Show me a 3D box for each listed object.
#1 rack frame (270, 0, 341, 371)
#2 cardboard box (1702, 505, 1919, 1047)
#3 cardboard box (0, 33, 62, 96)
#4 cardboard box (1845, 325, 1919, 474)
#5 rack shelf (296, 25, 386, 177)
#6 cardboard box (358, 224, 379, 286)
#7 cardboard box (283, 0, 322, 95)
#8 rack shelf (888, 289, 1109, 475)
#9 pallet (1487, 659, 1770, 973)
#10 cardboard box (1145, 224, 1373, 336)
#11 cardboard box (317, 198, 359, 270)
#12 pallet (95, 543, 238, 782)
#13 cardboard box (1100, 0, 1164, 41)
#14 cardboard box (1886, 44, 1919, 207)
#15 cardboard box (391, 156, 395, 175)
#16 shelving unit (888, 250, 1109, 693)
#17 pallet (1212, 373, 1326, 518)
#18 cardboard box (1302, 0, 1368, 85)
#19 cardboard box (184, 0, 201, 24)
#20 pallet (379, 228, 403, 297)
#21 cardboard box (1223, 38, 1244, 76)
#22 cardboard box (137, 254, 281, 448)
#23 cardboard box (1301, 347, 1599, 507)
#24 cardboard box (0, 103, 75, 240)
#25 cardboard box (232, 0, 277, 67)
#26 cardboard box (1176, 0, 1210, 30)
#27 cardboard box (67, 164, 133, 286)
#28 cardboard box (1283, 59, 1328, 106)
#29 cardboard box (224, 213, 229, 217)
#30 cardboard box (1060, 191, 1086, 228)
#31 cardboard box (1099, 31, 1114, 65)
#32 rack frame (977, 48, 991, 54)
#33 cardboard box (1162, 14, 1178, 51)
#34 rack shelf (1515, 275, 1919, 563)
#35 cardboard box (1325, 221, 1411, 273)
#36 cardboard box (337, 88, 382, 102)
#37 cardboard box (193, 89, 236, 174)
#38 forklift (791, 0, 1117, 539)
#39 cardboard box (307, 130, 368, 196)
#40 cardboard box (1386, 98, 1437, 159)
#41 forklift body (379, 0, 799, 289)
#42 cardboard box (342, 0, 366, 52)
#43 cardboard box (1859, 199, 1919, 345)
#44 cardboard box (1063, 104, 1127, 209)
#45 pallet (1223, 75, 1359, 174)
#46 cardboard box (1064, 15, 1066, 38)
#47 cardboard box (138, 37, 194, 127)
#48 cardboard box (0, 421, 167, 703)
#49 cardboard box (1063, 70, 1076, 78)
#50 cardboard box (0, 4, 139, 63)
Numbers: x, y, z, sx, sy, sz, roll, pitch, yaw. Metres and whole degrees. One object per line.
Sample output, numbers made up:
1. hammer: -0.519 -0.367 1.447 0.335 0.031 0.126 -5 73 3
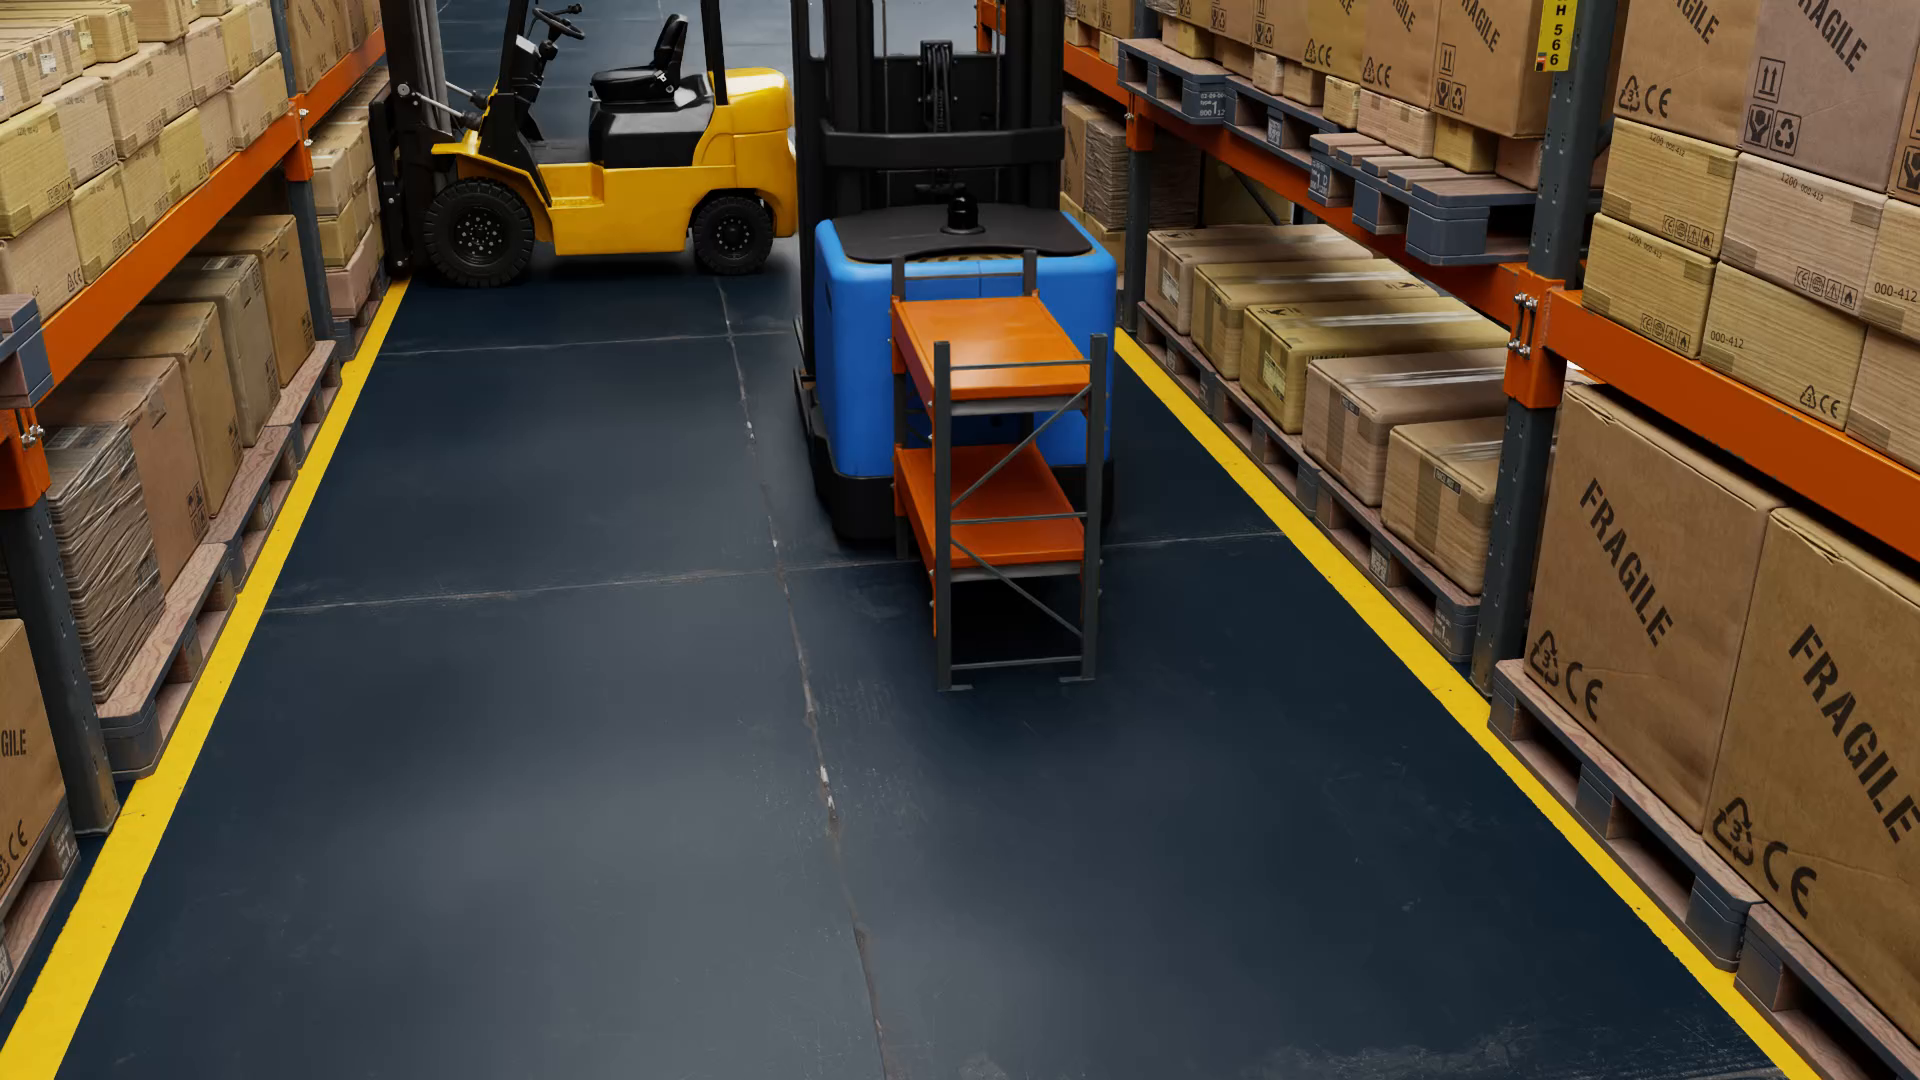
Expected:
1. rack frame: -3.516 -2.146 7.415 1.000 3.000 0.127 -4 24 -10
2. cardboard box: 2.308 0.469 3.558 0.875 0.875 0.875 -4 24 -9
3. cardboard box: -2.669 -1.267 4.467 0.380 0.149 0.250 -4 24 -8
4. cardboard box: 2.148 -0.254 3.271 0.500 0.250 0.500 -4 24 -8
5. rack shelf: -3.886 -2.603 9.360 1.077 0.370 4.000 -4 24 -10
6. cardboard box: -3.389 -1.491 8.828 0.500 0.250 0.500 -5 24 -11
7. cardboard box: -3.341 -2.385 7.839 0.500 0.500 0.500 -5 24 -11
8. rack shelf: 0.095 -0.530 5.327 0.538 0.278 1.000 -4 24 -8
9. pallet: 2.173 0.653 4.492 1.003 0.211 1.213 -4 24 -10
10. cardboard box: 1.461 -1.296 8.229 0.950 0.372 0.625 -4 24 -9
11. cardboard box: -3.302 -1.520 8.269 0.500 0.250 0.500 -4 24 -10
12. pallet: -2.890 0.379 5.119 1.003 0.211 1.213 -4 24 -10
13. cardboard box: 1.035 -2.853 8.538 0.500 0.500 0.500 -5 24 -11
14. cardboard box: 2.134 -0.834 3.037 0.500 0.500 0.500 -4 24 -8
15. cardboard box: -3.571 -2.115 9.632 0.500 0.250 0.500 -4 24 -10
16. shelving unit: 0.095 -0.262 5.445 0.538 1.125 1.048 -4 24 -8
17. pallet: 1.736 -0.450 7.015 1.003 0.211 1.213 -4 24 -10
18. cardboard box: 1.543 -1.875 5.774 0.500 0.500 0.500 -6 24 -13
19. cardboard box: -3.010 -1.969 6.075 0.380 0.149 0.250 -5 24 -11
20. pallet: -3.851 -1.665 9.797 1.003 0.211 1.213 -4 24 -10
21. cardboard box: 1.325 -2.042 6.967 0.380 0.149 0.250 -4 24 -9
22. cardboard box: -3.272 -0.740 6.638 0.875 0.625 0.625 -5 24 -10
23. cardboard box: 1.862 -0.442 6.273 0.950 0.372 0.625 -5 24 -11
24. cardboard box: -2.594 -0.927 4.188 0.500 0.250 0.500 -4 24 -10
25. cardboard box: -3.174 -2.132 6.946 0.500 0.250 0.500 -5 24 -11
26. cardboard box: 1.260 -2.486 7.174 0.500 0.500 0.500 -4 24 -10
27. cardboard box: -2.706 -0.894 4.737 0.500 0.250 0.500 -5 24 -11
28. cardboard box: 1.445 -1.733 6.261 0.380 0.149 0.250 -5 24 -11
29. cardboard box: -3.797 -1.715 8.091 0.500 0.250 0.500 -4 24 -9
30. cardboard box: 0.880 -1.868 9.690 0.500 0.250 0.500 -5 24 -11
31. cardboard box: 0.950 -2.601 8.771 0.380 0.149 0.250 -4 24 -9
32. rack frame: 0.622 -4.088 11.862 1.000 3.000 0.127 -4 24 -10
33. cardboard box: 1.153 -2.351 7.674 0.380 0.149 0.250 -4 24 -9
34. rack shelf: 2.471 0.175 3.000 1.077 0.370 4.000 -4 24 -10
35. cardboard box: 2.501 -1.892 9.955 0.500 0.500 0.500 13 27 27
36. cardboard box: -3.661 -2.553 10.010 0.500 0.250 0.500 -4 24 -9
37. cardboard box: -3.006 -1.503 6.131 0.500 0.250 0.500 -4 24 -9
38. forklift: -0.165 -1.905 6.951 1.130 2.935 3.031 -4 24 -8
39. cardboard box: -3.382 -1.952 8.632 0.500 0.250 0.500 -4 24 -10
40. cardboard box: 1.598 -1.326 5.327 0.380 0.149 0.250 -5 24 -10
41. forklift body: -2.112 -2.719 9.788 2.313 2.155 1.214 -4 24 -10
42. cardboard box: -3.621 -2.987 9.217 0.500 0.500 0.500 -4 24 -9
43. cardboard box: 2.127 -0.484 3.172 0.500 0.250 0.500 -4 24 -10
44. cardboard box: 0.893 -2.203 9.521 0.500 0.500 0.500 -4 24 -9
45. pallet: 1.695 -1.629 6.471 1.003 0.211 1.213 -4 24 -10
46. cardboard box: 0.793 -3.005 9.697 0.380 0.149 0.250 -5 24 -11
47. cardboard box: -2.908 -1.529 5.565 0.500 0.250 0.500 -4 24 -9
48. cardboard box: -2.878 0.077 4.768 0.875 0.625 0.625 -4 24 -8
49. cardboard box: 0.605 -2.811 10.913 0.500 0.500 0.500 -5 24 -12
50. cardboard box: -2.795 -1.569 5.160 0.380 0.149 0.250 -4 24 -9
